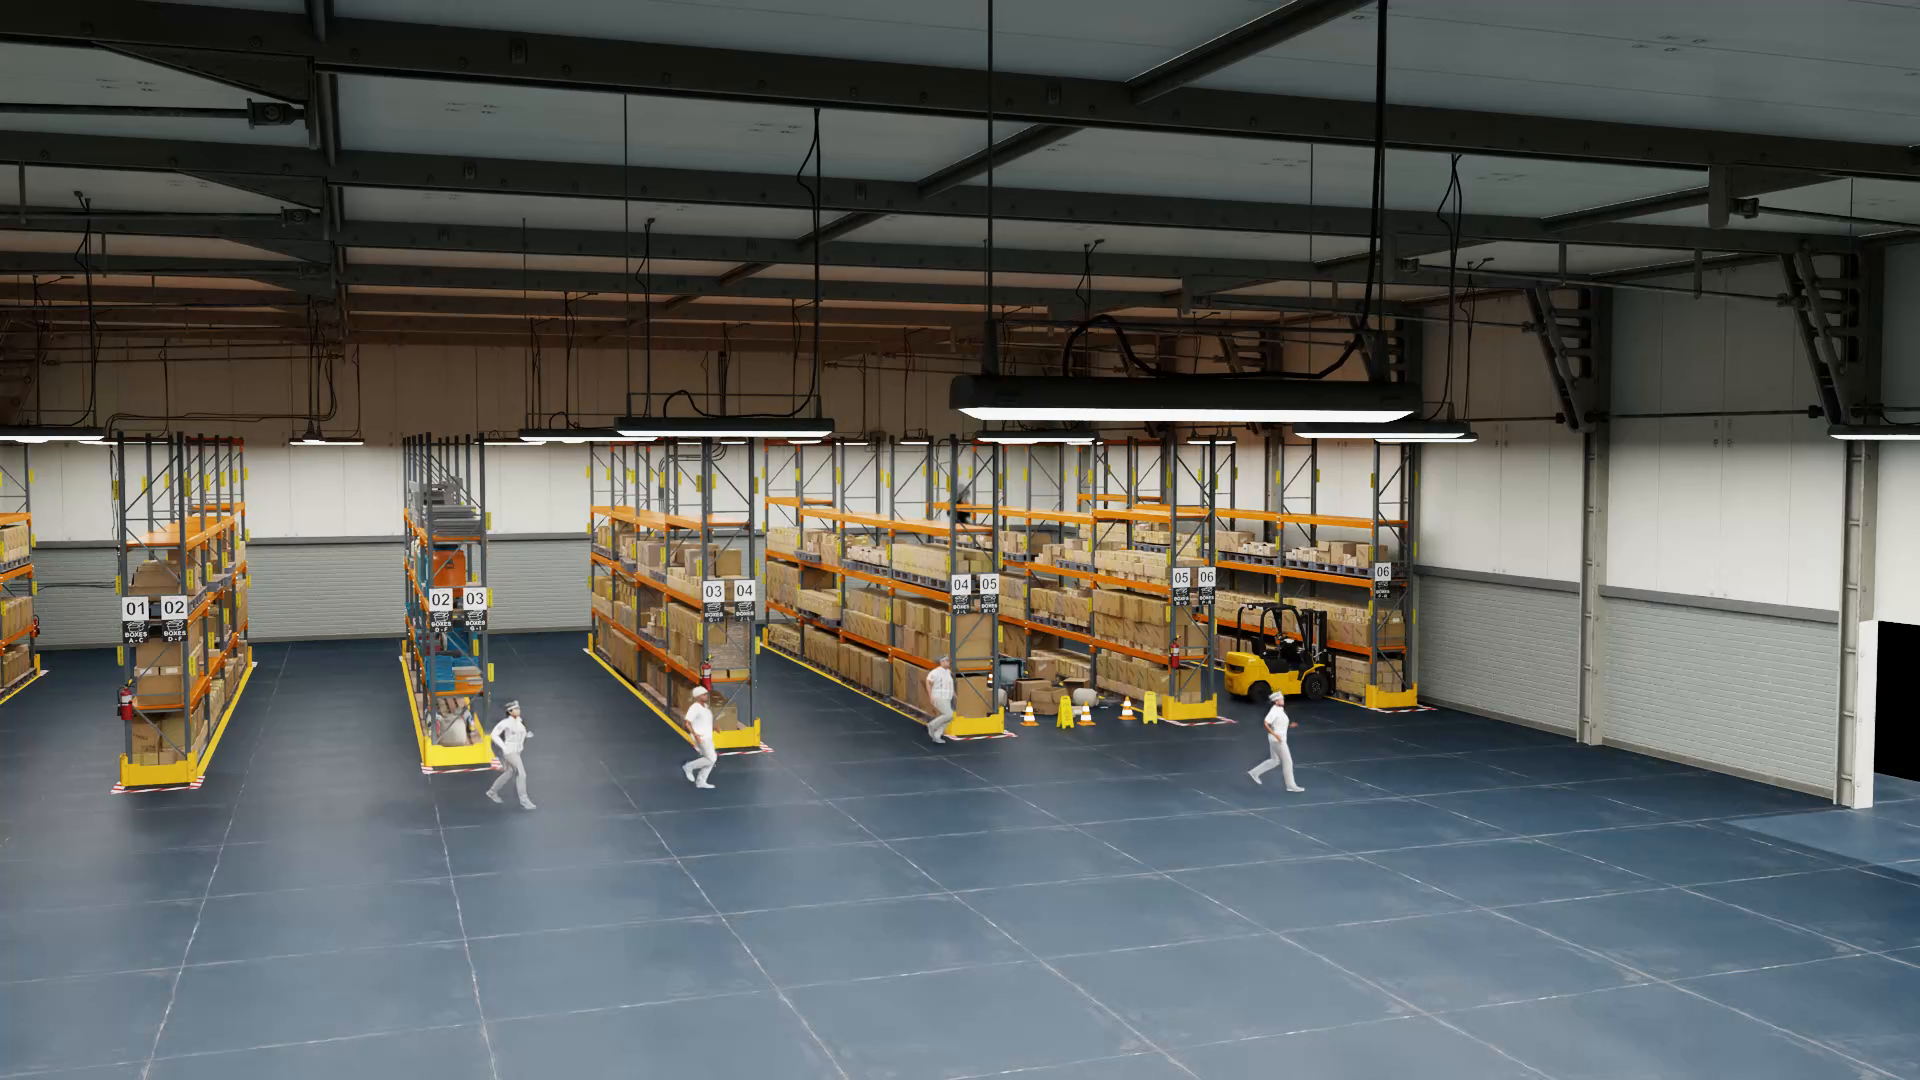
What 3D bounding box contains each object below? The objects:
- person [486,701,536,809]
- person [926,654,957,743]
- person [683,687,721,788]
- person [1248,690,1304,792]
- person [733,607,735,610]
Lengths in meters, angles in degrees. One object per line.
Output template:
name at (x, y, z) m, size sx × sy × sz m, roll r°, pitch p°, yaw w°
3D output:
person at (-7.143, 3.409, 26.497) m, size 0.852 × 1.728 × 0.592 m, roll 1°, pitch 3°, yaw 9°
person at (-0.291, 3.073, 32.365) m, size 0.539 × 1.707 × 0.700 m, roll 2°, pitch 4°, yaw 32°
person at (-4.349, 3.320, 27.965) m, size 0.580 × 1.718 × 0.714 m, roll 1°, pitch 3°, yaw 10°
person at (5.264, 3.331, 27.644) m, size 0.924 × 1.675 × 0.583 m, roll 1°, pitch 3°, yaw 12°
person at (-6.901, 2.269, 48.202) m, size 0.719 × 1.585 × 0.605 m, roll 1°, pitch 3°, yaw 18°
